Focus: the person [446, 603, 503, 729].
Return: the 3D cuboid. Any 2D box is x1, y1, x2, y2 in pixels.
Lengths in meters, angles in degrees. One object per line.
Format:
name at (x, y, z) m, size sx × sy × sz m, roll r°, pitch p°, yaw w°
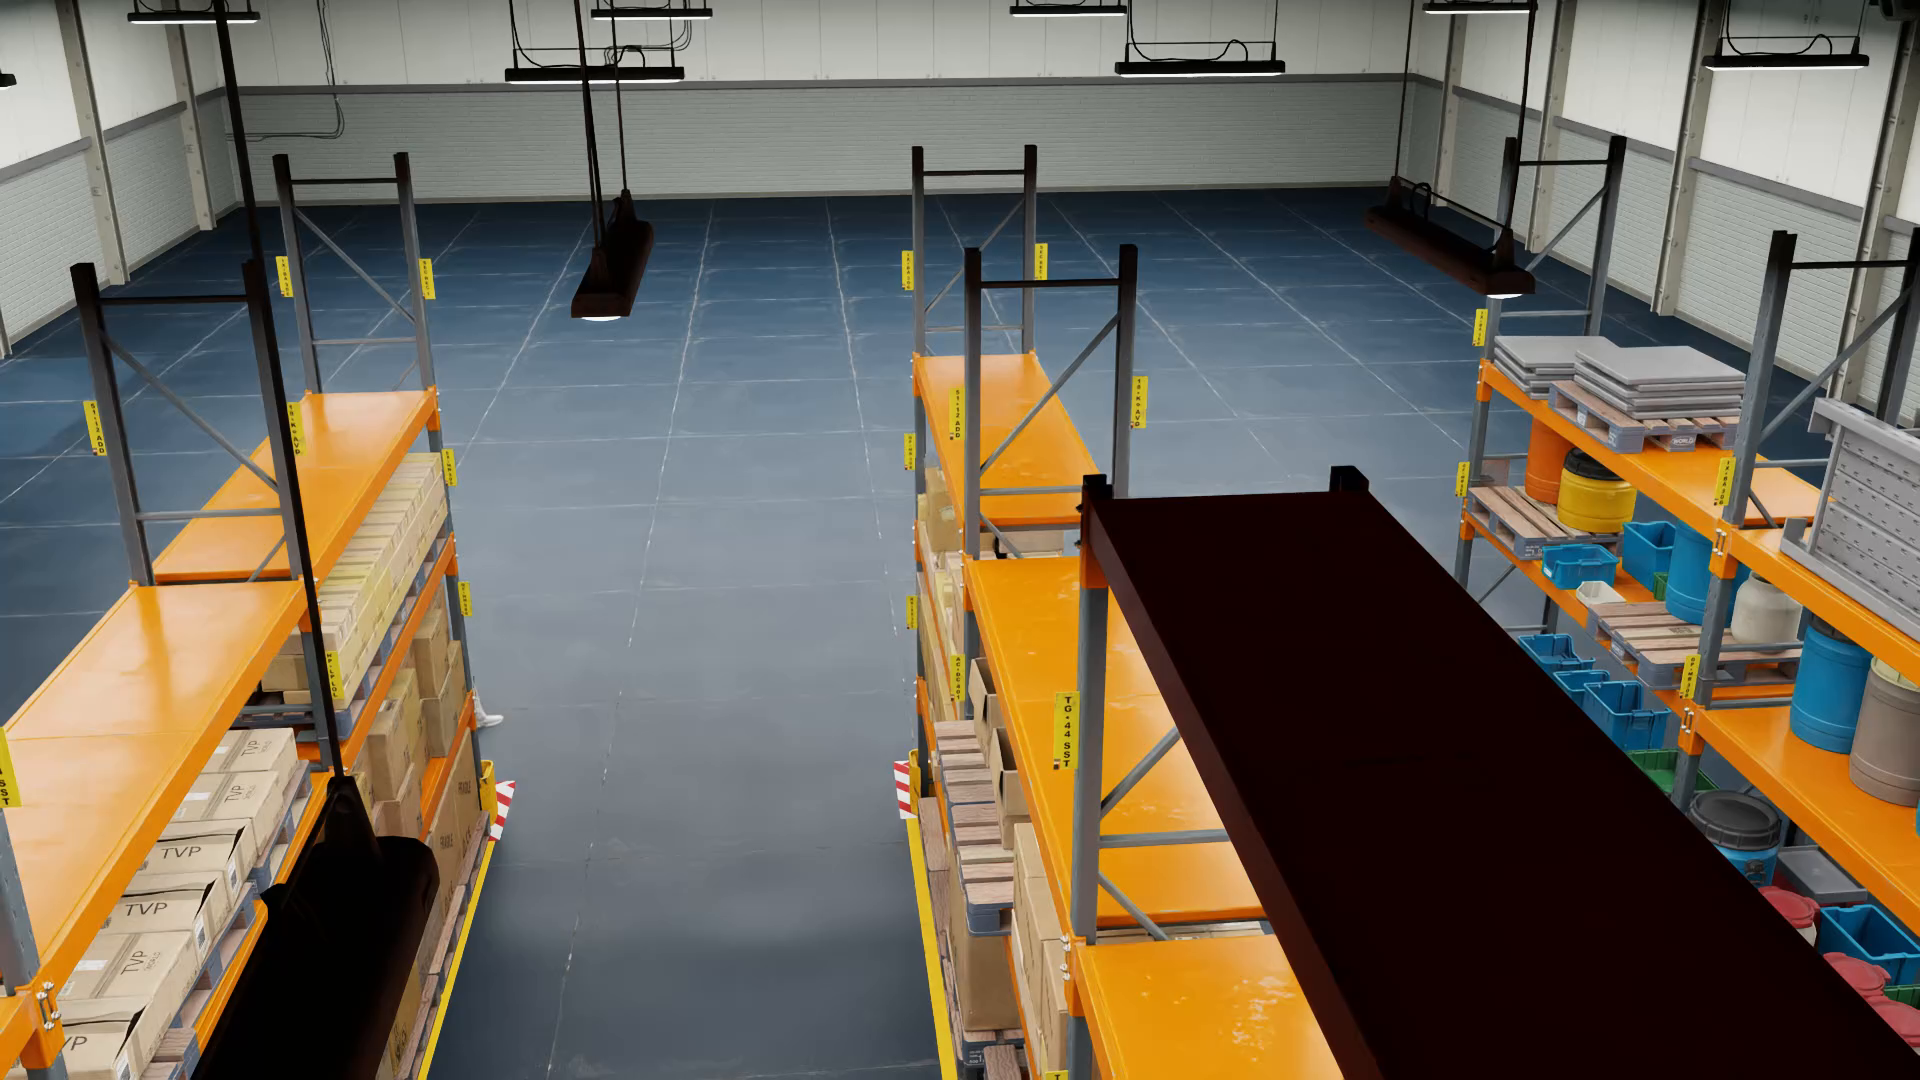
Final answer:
person at (-5.183, 1.131, 16.414) m, size 1.144 × 1.731 × 0.578 m, roll -2°, pitch 22°, yaw -4°
